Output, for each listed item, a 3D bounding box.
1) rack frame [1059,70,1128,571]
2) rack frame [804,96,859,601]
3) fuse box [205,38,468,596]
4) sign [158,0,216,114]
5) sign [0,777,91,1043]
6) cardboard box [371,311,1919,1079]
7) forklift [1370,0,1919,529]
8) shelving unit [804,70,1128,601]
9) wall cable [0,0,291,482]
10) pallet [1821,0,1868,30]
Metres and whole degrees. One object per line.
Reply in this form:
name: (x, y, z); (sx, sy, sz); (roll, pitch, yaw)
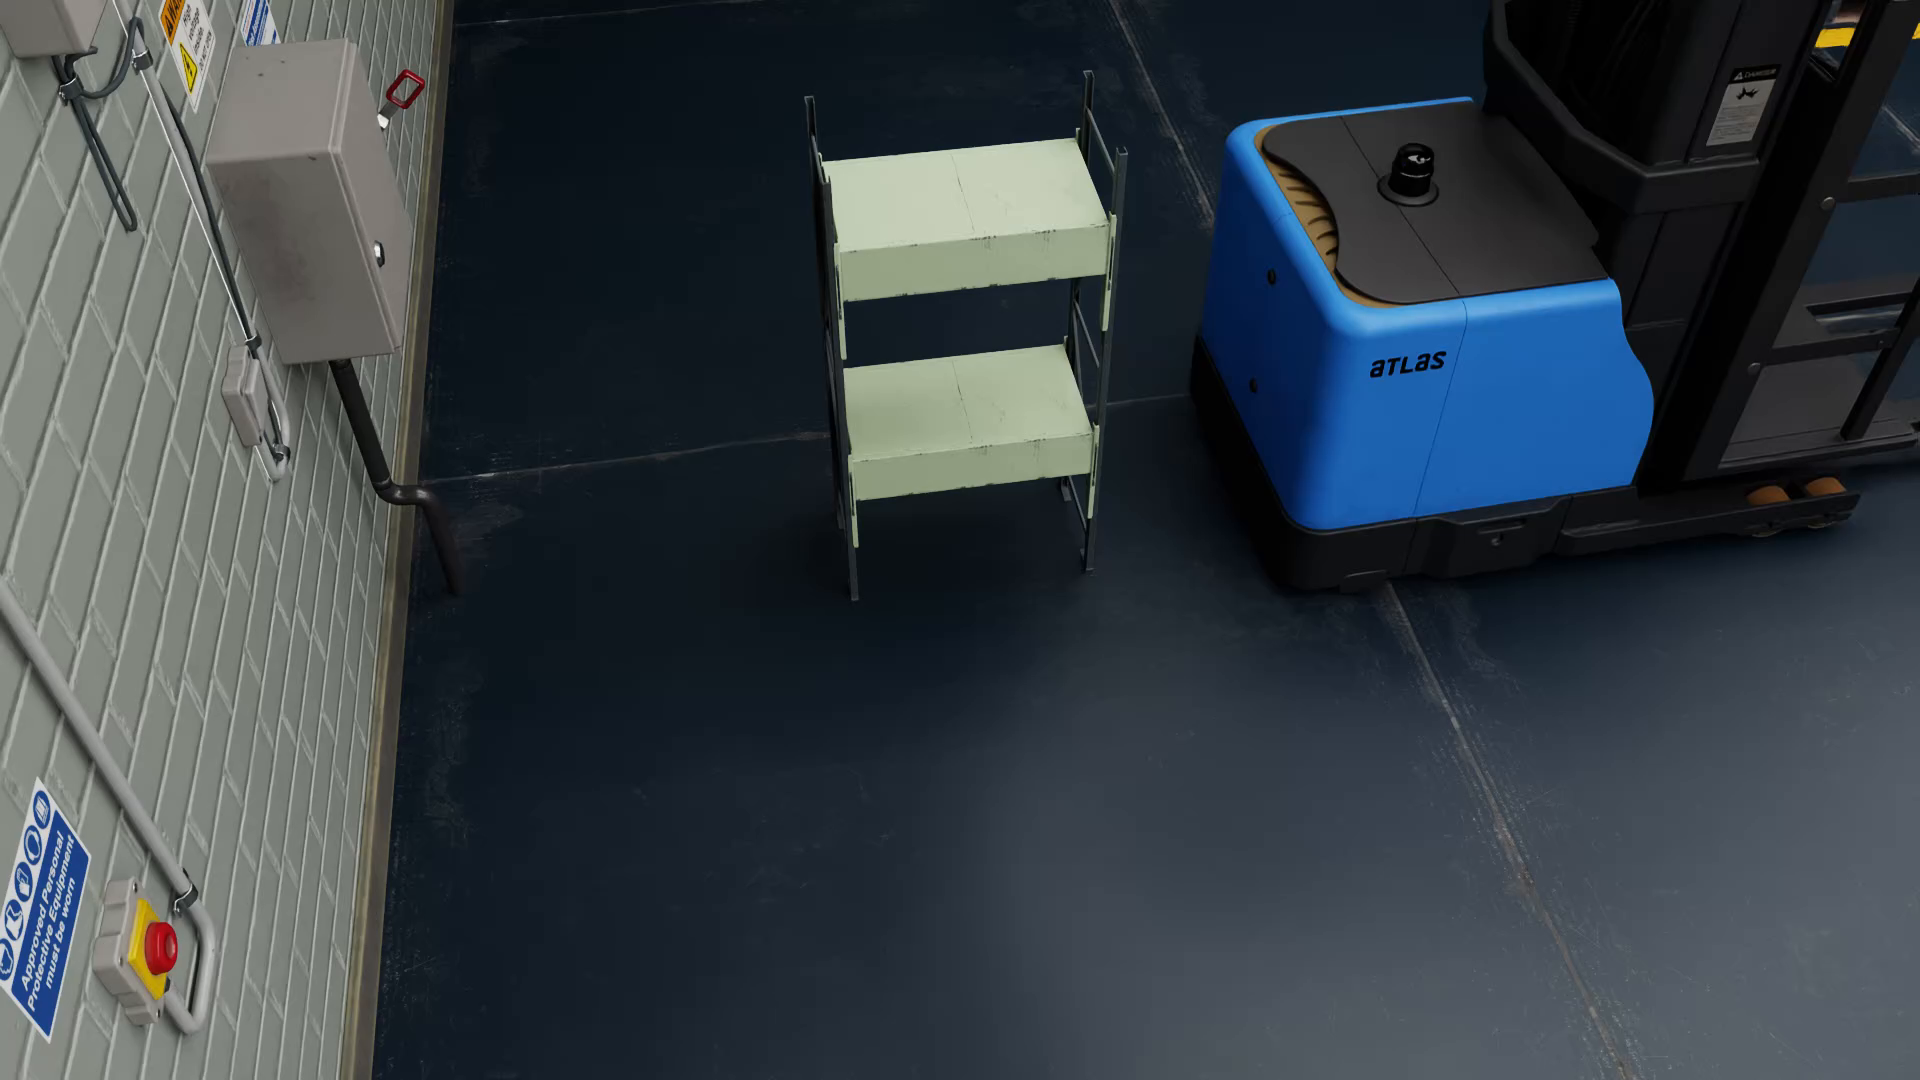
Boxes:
rack frame: (0.367, -0.566, 4.754); (0.023, 1.500, 0.400); (-7, 46, -7)
rack frame: (-0.354, -0.476, 4.667); (0.023, 1.500, 0.400); (-7, 46, -7)
fuse box: (-1.516, -0.466, 4.510); (0.414, 1.711, 0.539); (-7, 46, -7)
sign: (-1.711, -1.135, 3.687); (0.001, 0.242, 0.339); (-7, 46, -7)
sign: (-1.354, 0.544, 2.455); (0.001, 0.218, 0.327); (-7, 46, -7)
cardboard box: (5.311, 0.540, 3.654); (13.522, 1.550, 6.103); (-8, 47, -7)
forklift: (2.396, -1.363, 4.589); (2.937, 2.843, 1.107); (-8, 47, -8)
shelving unit: (0.007, -0.521, 4.711); (0.755, 1.500, 0.400); (-7, 46, -7)
wall cable: (-1.555, -0.762, 3.195); (0.122, 1.984, 0.588); (-7, 46, -7)
pallet: (4.261, -2.775, 7.777); (1.213, 0.211, 1.003); (-7, 46, -7)
